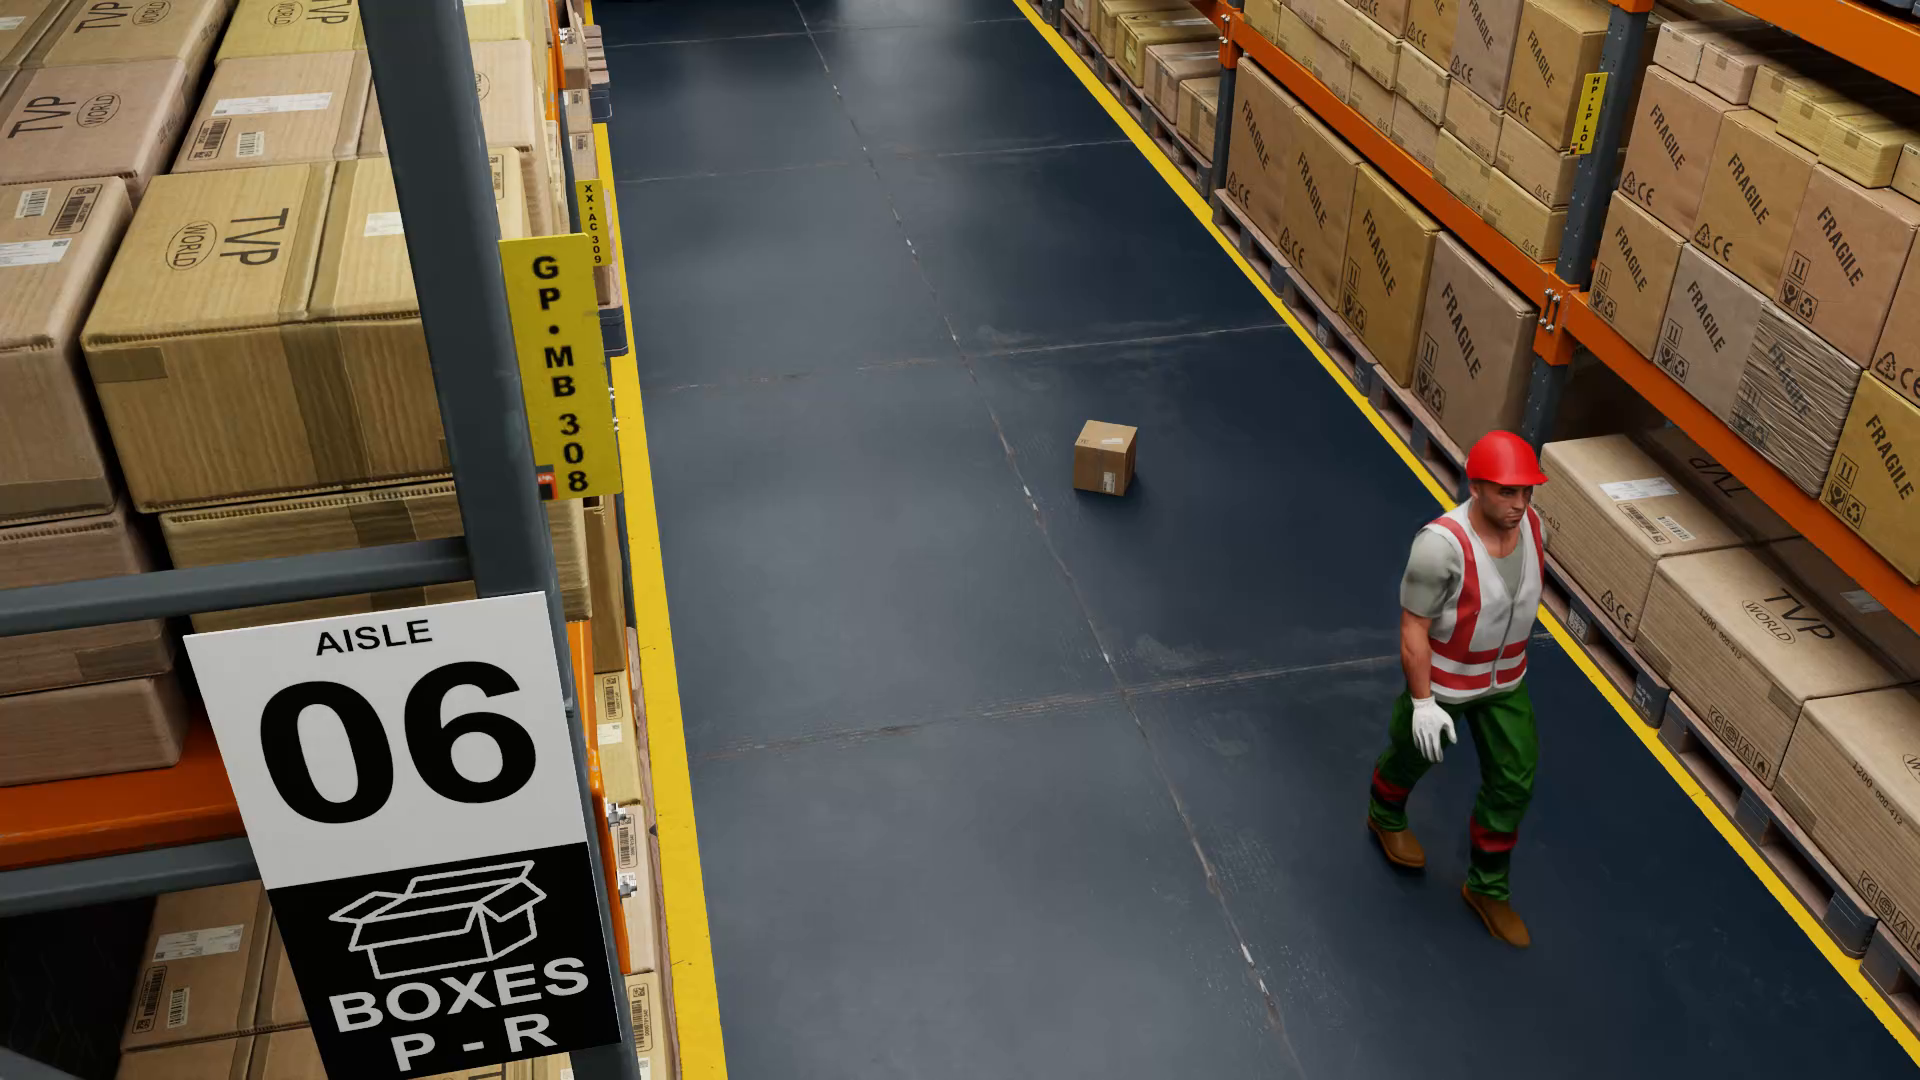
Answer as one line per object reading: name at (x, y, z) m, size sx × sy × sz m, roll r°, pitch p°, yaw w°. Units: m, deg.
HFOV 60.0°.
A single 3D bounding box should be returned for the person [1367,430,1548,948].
person at (1.672, 0.498, 5.395) m, size 0.591 × 1.833 × 0.704 m, roll -12°, pitch 36°, yaw -17°
